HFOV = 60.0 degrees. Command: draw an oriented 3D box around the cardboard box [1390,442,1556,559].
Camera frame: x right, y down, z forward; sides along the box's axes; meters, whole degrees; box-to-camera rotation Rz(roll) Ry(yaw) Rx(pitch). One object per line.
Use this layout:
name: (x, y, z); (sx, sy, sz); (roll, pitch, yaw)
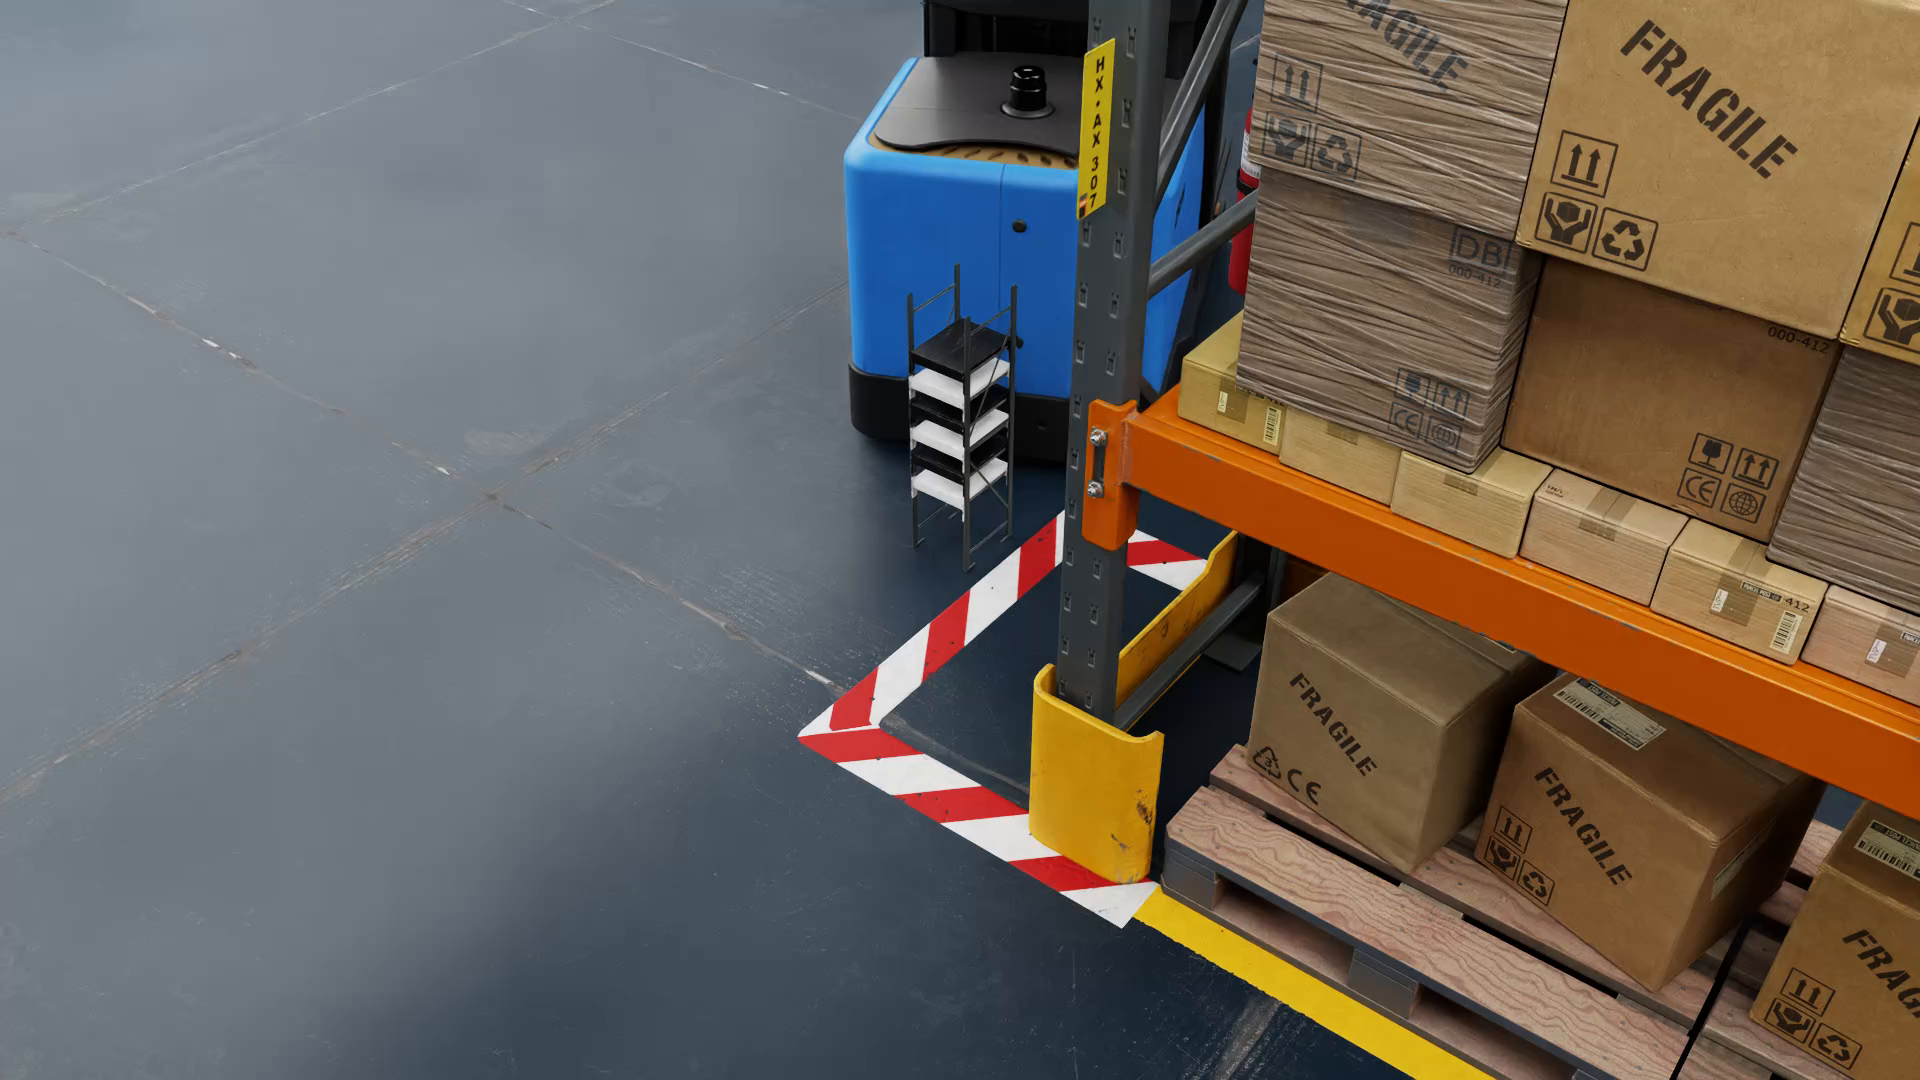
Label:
cardboard box: (1.040, -0.157, 3.221); (0.250, 0.149, 0.380); (25, 45, 29)

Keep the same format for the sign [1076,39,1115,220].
sign: (0.253, -0.758, 3.083); (0.005, 0.325, 0.100); (25, 45, 29)

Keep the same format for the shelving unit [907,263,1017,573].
shelving unit: (0.006, -0.351, 4.969); (0.210, 0.900, 0.258); (25, 45, 29)

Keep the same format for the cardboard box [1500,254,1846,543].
cardboard box: (1.473, -0.492, 3.122); (0.500, 0.500, 0.875); (25, 45, 29)

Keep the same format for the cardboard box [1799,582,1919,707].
cardboard box: (1.661, 0.104, 2.887); (0.250, 0.149, 0.380); (25, 45, 29)

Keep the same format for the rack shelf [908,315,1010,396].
rack shelf: (0.006, -0.538, 4.823); (0.200, 0.077, 0.258); (25, 45, 29)

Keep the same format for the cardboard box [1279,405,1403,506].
cardboard box: (0.851, -0.258, 3.350); (0.250, 0.149, 0.380); (25, 45, 29)

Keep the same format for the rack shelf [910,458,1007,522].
rack shelf: (0.006, -0.183, 5.100); (0.200, 0.077, 0.258); (25, 45, 29)

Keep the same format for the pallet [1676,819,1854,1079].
pallet: (2.231, 1.222, 3.518); (1.213, 0.211, 1.003); (25, 45, 29)

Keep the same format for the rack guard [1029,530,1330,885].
rack guard: (0.643, 0.330, 4.423); (0.348, 0.500, 1.175); (25, 45, 29)

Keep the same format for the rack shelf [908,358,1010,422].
rack shelf: (0.006, -0.467, 4.878); (0.200, 0.077, 0.258); (25, 45, 29)

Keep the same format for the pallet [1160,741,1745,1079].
pallet: (1.266, 0.765, 4.102); (1.213, 0.211, 1.003); (25, 45, 29)

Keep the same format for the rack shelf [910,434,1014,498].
rack shelf: (0.006, -0.254, 5.045); (0.200, 0.077, 0.258); (25, 45, 29)

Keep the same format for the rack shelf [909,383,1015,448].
rack shelf: (0.006, -0.396, 4.934); (0.200, 0.077, 0.258); (25, 45, 29)

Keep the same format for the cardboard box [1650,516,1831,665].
cardboard box: (1.446, 0.024, 2.990); (0.250, 0.149, 0.380); (25, 45, 29)

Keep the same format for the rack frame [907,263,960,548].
rack frame: (-0.074, -0.389, 5.017); (0.006, 0.900, 0.240); (25, 45, 29)

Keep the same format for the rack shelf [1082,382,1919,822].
rack shelf: (2.171, 0.349, 2.954); (4.000, 0.370, 1.077); (25, 45, 29)

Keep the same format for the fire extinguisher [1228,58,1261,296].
fire extinguisher: (0.771, -0.921, 4.056); (0.183, 0.674, 0.296); (25, 45, 29)

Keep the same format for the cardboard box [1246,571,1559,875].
cardboard box: (1.068, 0.378, 4.021); (0.500, 0.500, 0.500); (-29, 46, -32)

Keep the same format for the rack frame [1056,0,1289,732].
rack frame: (0.582, -0.683, 3.689); (0.127, 3.000, 1.000); (25, 45, 29)

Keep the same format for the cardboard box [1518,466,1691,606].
cardboard box: (1.251, -0.073, 3.114); (0.250, 0.149, 0.380); (25, 45, 29)

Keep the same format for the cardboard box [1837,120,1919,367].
cardboard box: (1.645, -0.516, 2.343); (0.500, 0.500, 0.500); (25, 45, 29)

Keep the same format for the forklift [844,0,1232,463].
forklift: (0.467, -2.293, 5.801); (1.130, 2.935, 3.031); (8, 39, 10)

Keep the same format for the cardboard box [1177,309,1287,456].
cardboard box: (0.664, -0.361, 3.481); (0.250, 0.149, 0.380); (25, 45, 29)

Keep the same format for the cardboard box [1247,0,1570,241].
cardboard box: (0.854, -0.894, 2.825); (0.500, 0.500, 0.500); (25, 45, 29)

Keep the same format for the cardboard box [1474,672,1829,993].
cardboard box: (1.564, 0.585, 3.757); (0.500, 0.500, 0.500); (-25, 45, -29)

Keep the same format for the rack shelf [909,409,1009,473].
rack shelf: (0.006, -0.325, 4.989); (0.200, 0.077, 0.258); (25, 45, 29)

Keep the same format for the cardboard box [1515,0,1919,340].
cardboard box: (1.247, -0.703, 2.581); (0.500, 0.500, 0.500); (25, 45, 29)

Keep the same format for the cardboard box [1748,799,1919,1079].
cardboard box: (2.050, 0.829, 3.445); (0.500, 0.500, 0.500); (30, 47, 32)

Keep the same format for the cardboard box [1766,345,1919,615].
cardboard box: (1.843, -0.283, 2.856); (0.500, 0.500, 0.875); (25, 45, 29)

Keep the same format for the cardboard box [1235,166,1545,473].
cardboard box: (1.003, -0.620, 3.286); (0.500, 0.500, 0.875); (25, 45, 29)

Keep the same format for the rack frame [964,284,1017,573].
rack frame: (0.087, -0.313, 4.920); (0.006, 0.900, 0.240); (25, 45, 29)
